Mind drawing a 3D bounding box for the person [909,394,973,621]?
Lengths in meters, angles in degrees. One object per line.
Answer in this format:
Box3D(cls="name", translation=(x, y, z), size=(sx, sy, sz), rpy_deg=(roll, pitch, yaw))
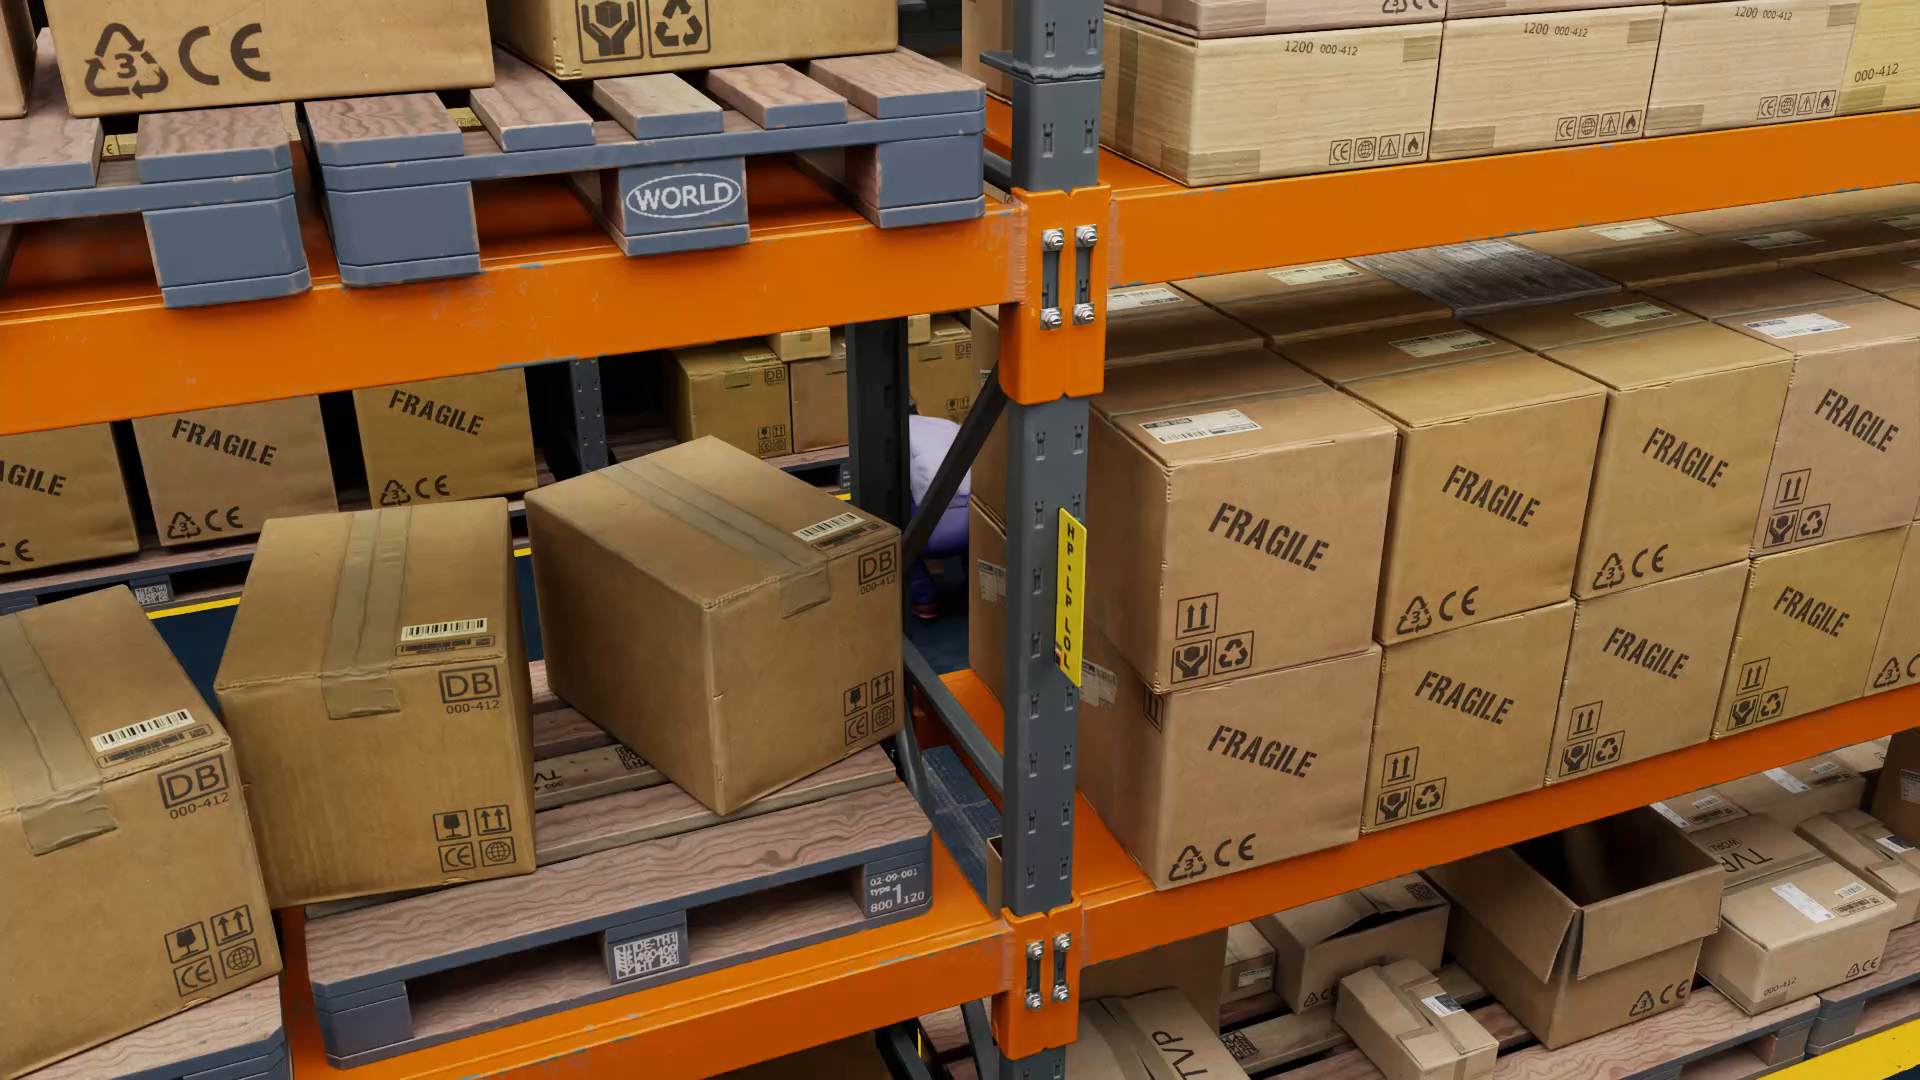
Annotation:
Box3D(cls="person", translation=(-0.107, -0.134, 7.264), size=(0.526, 0.899, 0.821), rpy_deg=(-11, 28, -21))
